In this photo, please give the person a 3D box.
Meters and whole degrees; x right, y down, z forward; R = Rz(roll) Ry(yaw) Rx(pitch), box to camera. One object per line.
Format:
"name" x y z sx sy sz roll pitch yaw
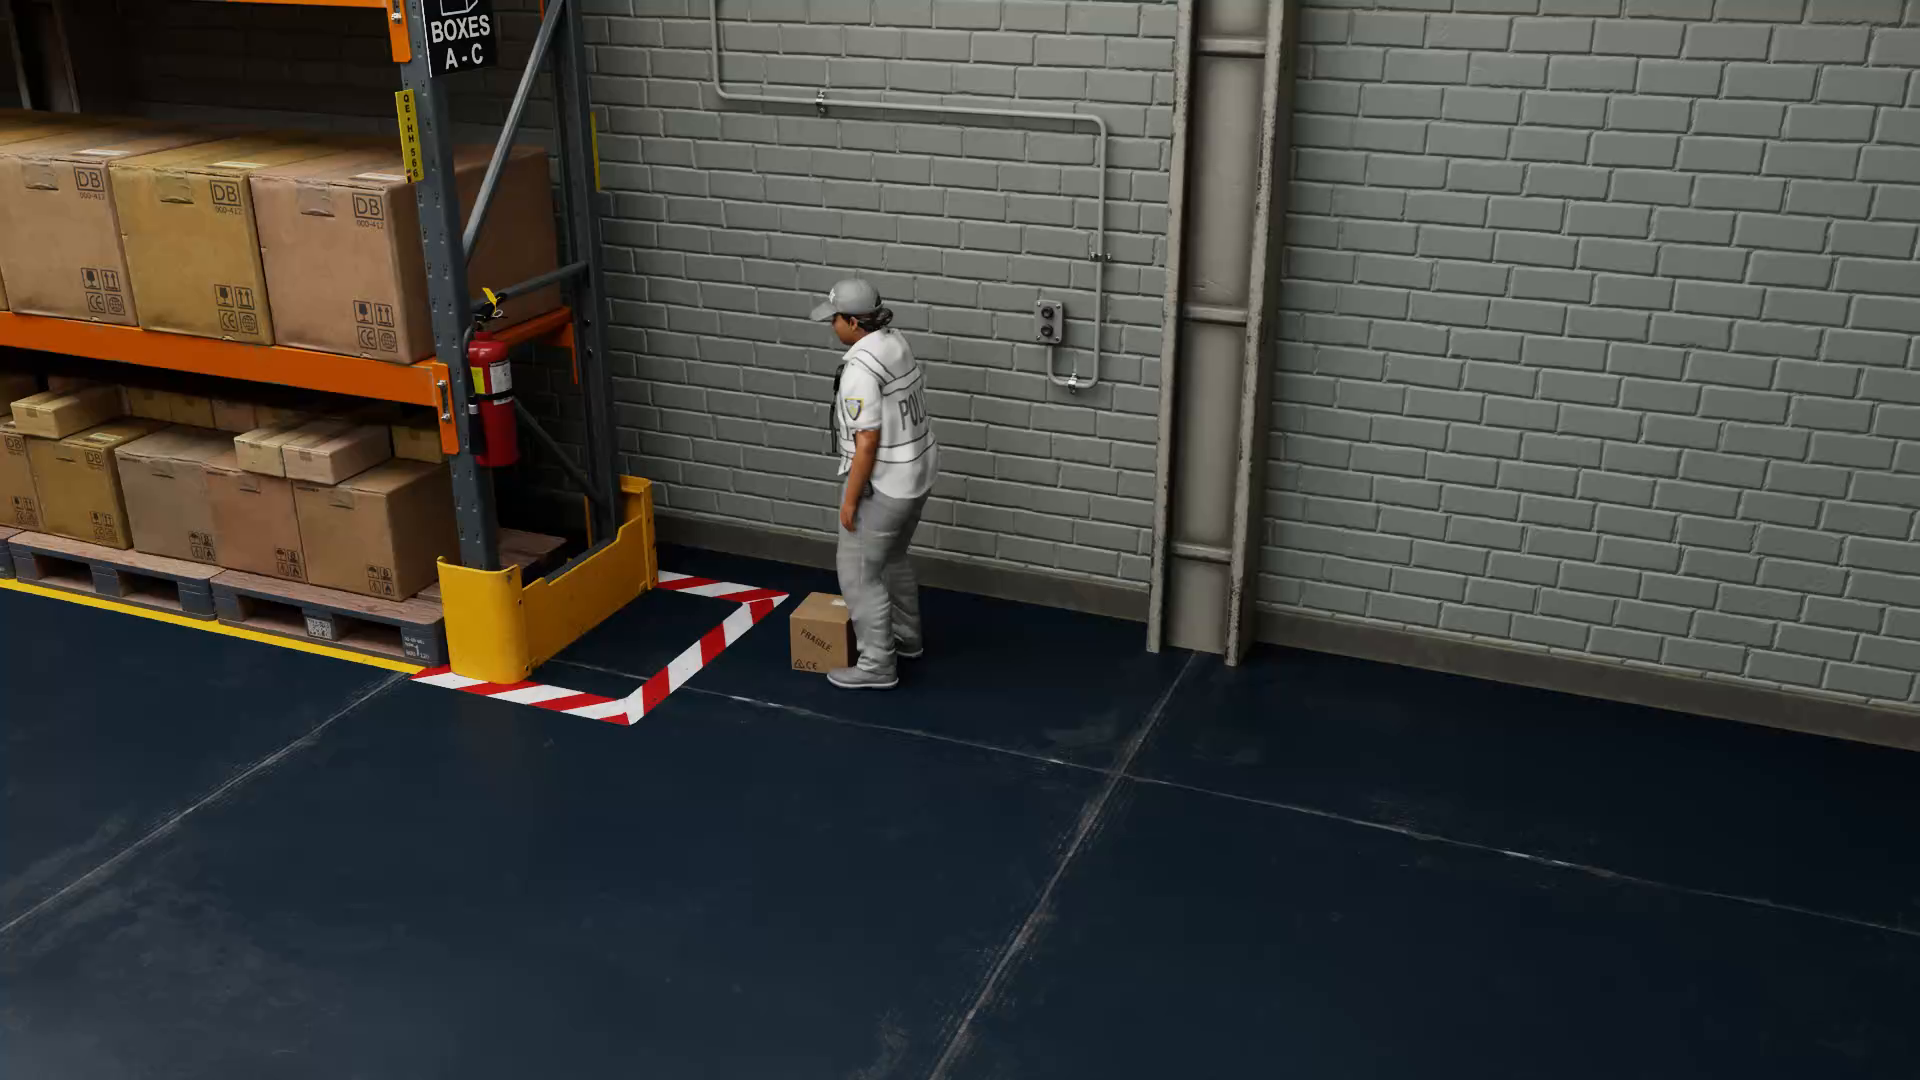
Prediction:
"person" -0.338 -0.228 6.635 0.465 1.665 0.542 8 24 18
